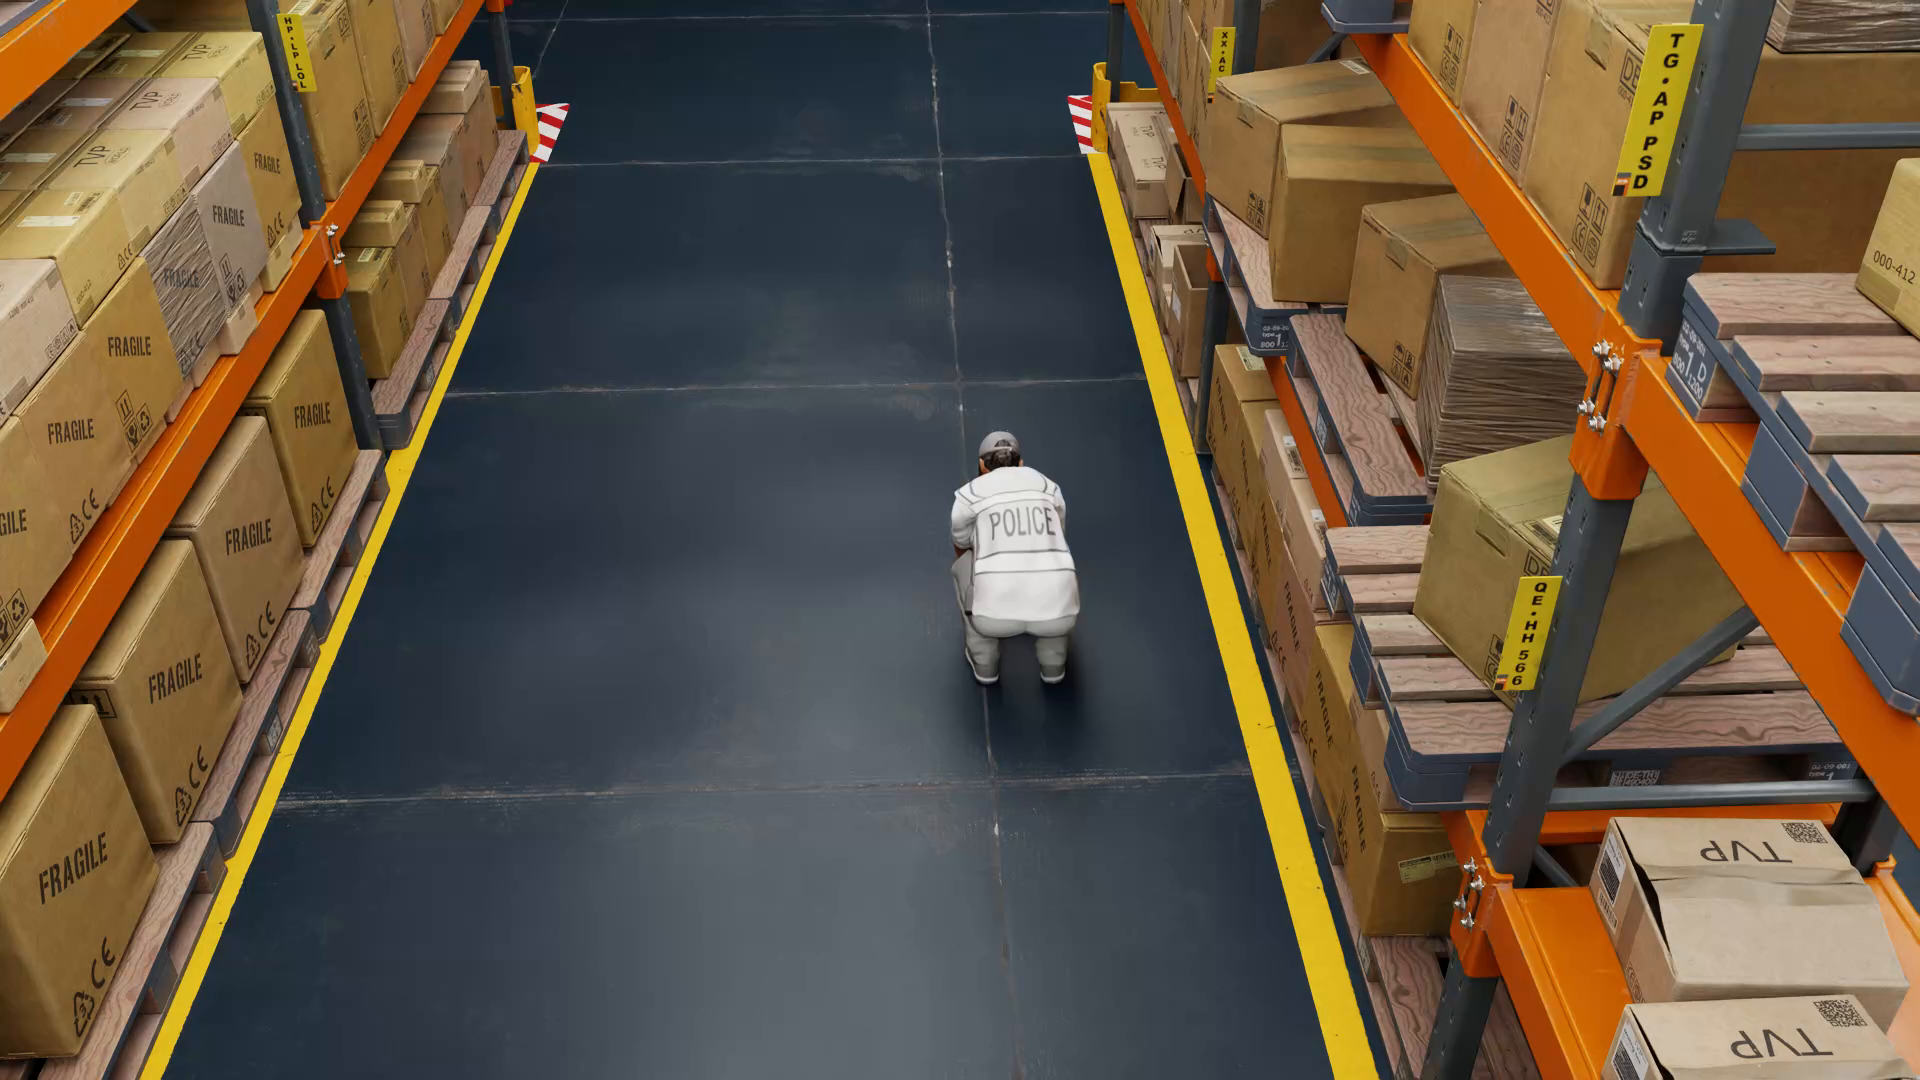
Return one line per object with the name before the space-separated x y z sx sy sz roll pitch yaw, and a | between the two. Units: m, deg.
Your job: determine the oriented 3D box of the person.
person | 0.226 0.101 6.725 0.524 0.837 0.867 -1 35 -1
